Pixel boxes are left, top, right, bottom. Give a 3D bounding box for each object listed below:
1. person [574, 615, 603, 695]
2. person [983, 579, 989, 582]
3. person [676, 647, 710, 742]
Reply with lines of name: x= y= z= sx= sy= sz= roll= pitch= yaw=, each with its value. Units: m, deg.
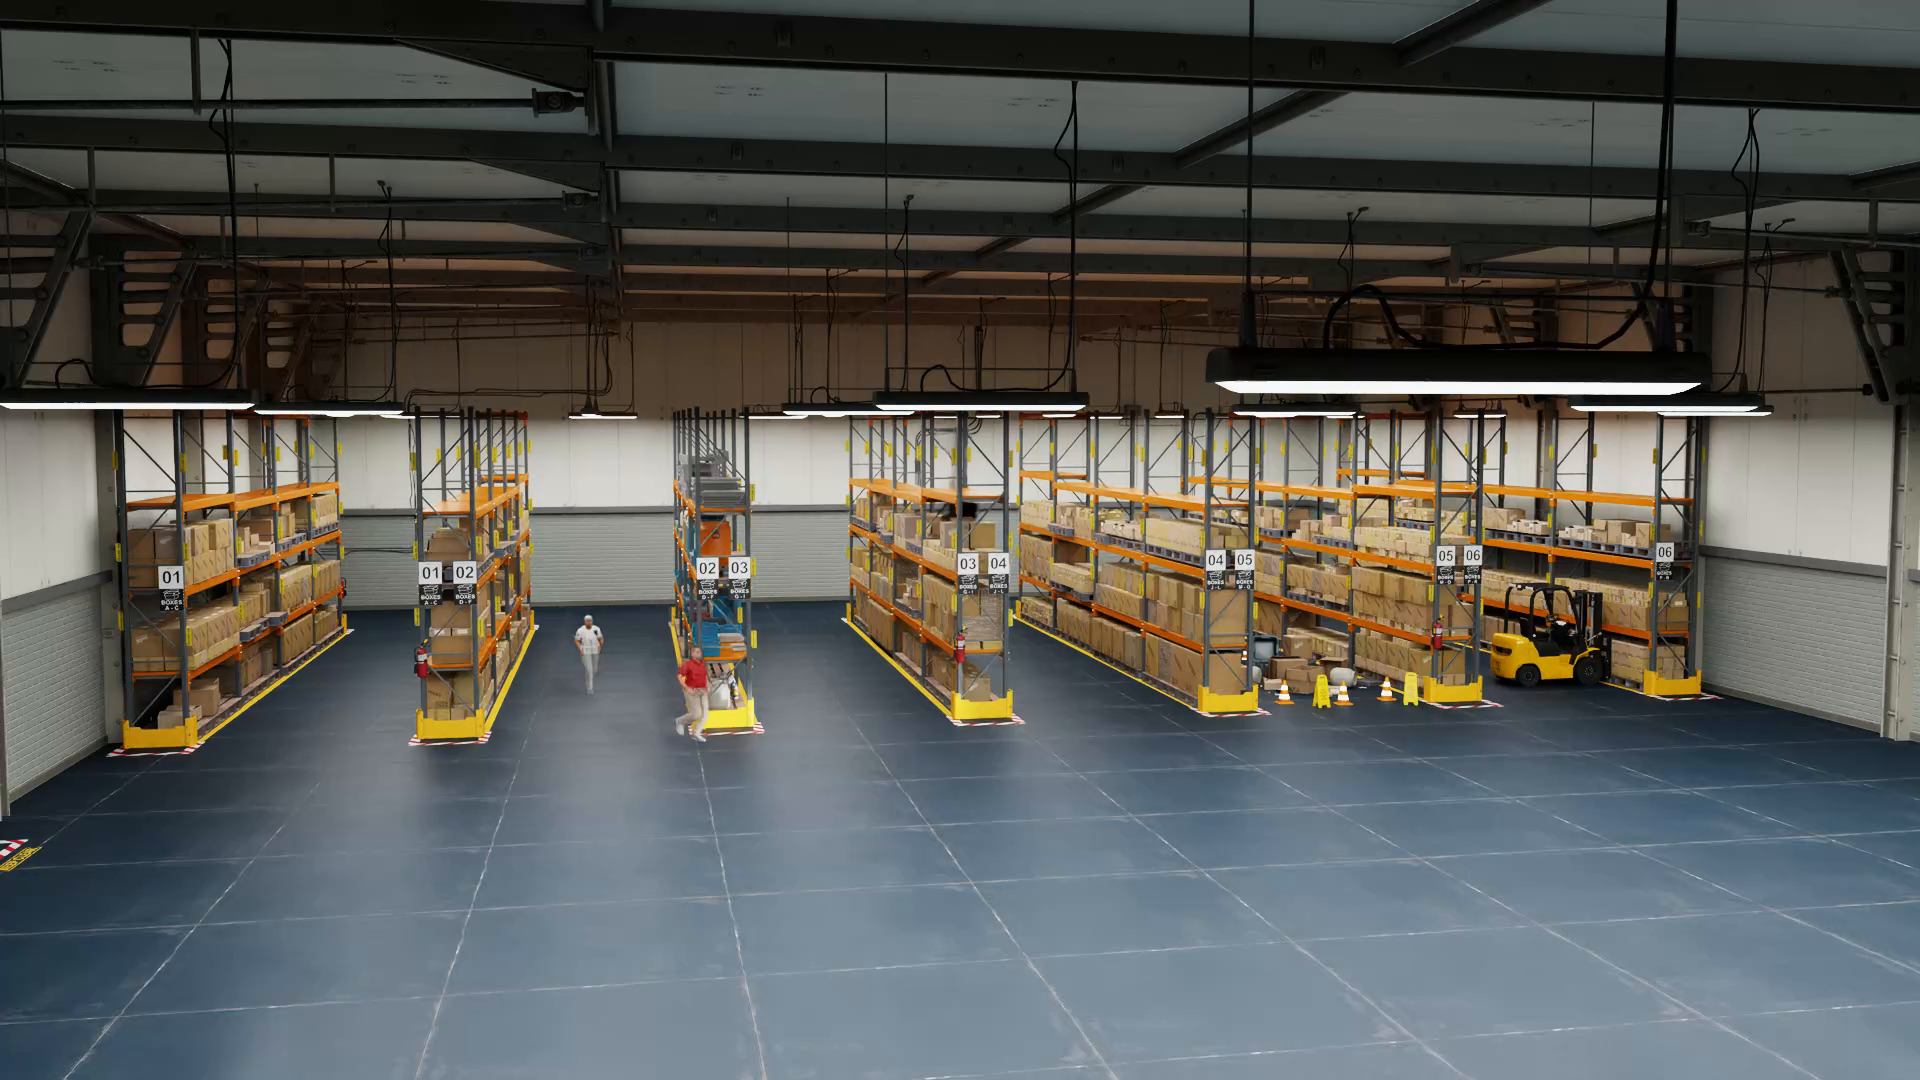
person: x=-7.855 y=2.413 z=35.211 sx=0.602 sy=1.678 sz=0.697 roll=-2 pitch=4 yaw=-25
person: x=0.904 y=1.561 z=46.993 sx=0.754 sy=1.743 sz=1.022 roll=-1 pitch=4 yaw=-14
person: x=-4.802 y=2.769 z=29.964 sx=0.586 sy=1.694 sz=0.694 roll=3 pitch=5 yaw=32
